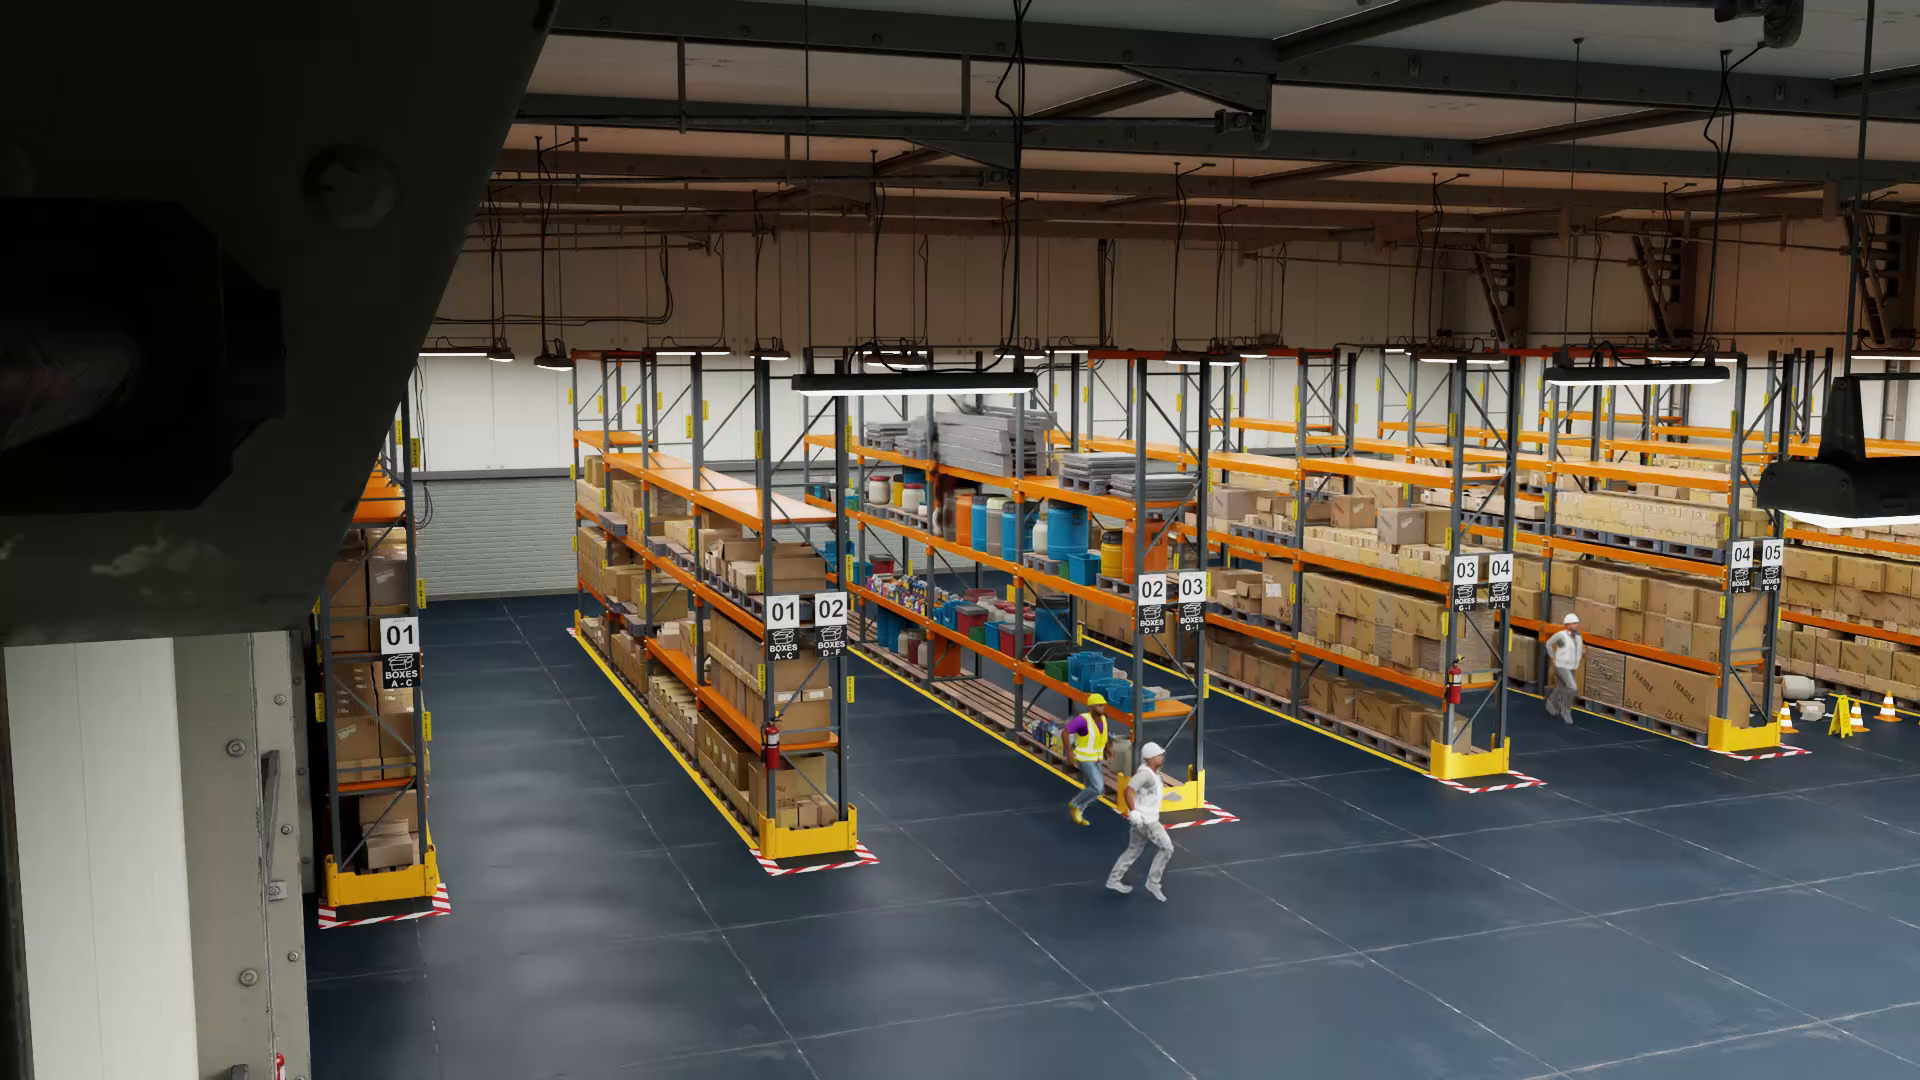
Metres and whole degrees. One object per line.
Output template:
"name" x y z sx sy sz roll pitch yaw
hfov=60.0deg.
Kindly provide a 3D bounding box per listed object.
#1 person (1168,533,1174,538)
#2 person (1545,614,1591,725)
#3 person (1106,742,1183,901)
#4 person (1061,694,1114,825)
"person" 4.977 0.403 40.987 0.802 1.746 0.698 7 10 43
"person" 9.924 2.094 27.199 0.574 1.811 0.847 -4 8 -31
"person" 2.077 3.158 18.652 0.862 1.811 0.589 0 7 0
"person" 1.685 2.829 21.429 0.588 1.722 0.702 6 9 41
